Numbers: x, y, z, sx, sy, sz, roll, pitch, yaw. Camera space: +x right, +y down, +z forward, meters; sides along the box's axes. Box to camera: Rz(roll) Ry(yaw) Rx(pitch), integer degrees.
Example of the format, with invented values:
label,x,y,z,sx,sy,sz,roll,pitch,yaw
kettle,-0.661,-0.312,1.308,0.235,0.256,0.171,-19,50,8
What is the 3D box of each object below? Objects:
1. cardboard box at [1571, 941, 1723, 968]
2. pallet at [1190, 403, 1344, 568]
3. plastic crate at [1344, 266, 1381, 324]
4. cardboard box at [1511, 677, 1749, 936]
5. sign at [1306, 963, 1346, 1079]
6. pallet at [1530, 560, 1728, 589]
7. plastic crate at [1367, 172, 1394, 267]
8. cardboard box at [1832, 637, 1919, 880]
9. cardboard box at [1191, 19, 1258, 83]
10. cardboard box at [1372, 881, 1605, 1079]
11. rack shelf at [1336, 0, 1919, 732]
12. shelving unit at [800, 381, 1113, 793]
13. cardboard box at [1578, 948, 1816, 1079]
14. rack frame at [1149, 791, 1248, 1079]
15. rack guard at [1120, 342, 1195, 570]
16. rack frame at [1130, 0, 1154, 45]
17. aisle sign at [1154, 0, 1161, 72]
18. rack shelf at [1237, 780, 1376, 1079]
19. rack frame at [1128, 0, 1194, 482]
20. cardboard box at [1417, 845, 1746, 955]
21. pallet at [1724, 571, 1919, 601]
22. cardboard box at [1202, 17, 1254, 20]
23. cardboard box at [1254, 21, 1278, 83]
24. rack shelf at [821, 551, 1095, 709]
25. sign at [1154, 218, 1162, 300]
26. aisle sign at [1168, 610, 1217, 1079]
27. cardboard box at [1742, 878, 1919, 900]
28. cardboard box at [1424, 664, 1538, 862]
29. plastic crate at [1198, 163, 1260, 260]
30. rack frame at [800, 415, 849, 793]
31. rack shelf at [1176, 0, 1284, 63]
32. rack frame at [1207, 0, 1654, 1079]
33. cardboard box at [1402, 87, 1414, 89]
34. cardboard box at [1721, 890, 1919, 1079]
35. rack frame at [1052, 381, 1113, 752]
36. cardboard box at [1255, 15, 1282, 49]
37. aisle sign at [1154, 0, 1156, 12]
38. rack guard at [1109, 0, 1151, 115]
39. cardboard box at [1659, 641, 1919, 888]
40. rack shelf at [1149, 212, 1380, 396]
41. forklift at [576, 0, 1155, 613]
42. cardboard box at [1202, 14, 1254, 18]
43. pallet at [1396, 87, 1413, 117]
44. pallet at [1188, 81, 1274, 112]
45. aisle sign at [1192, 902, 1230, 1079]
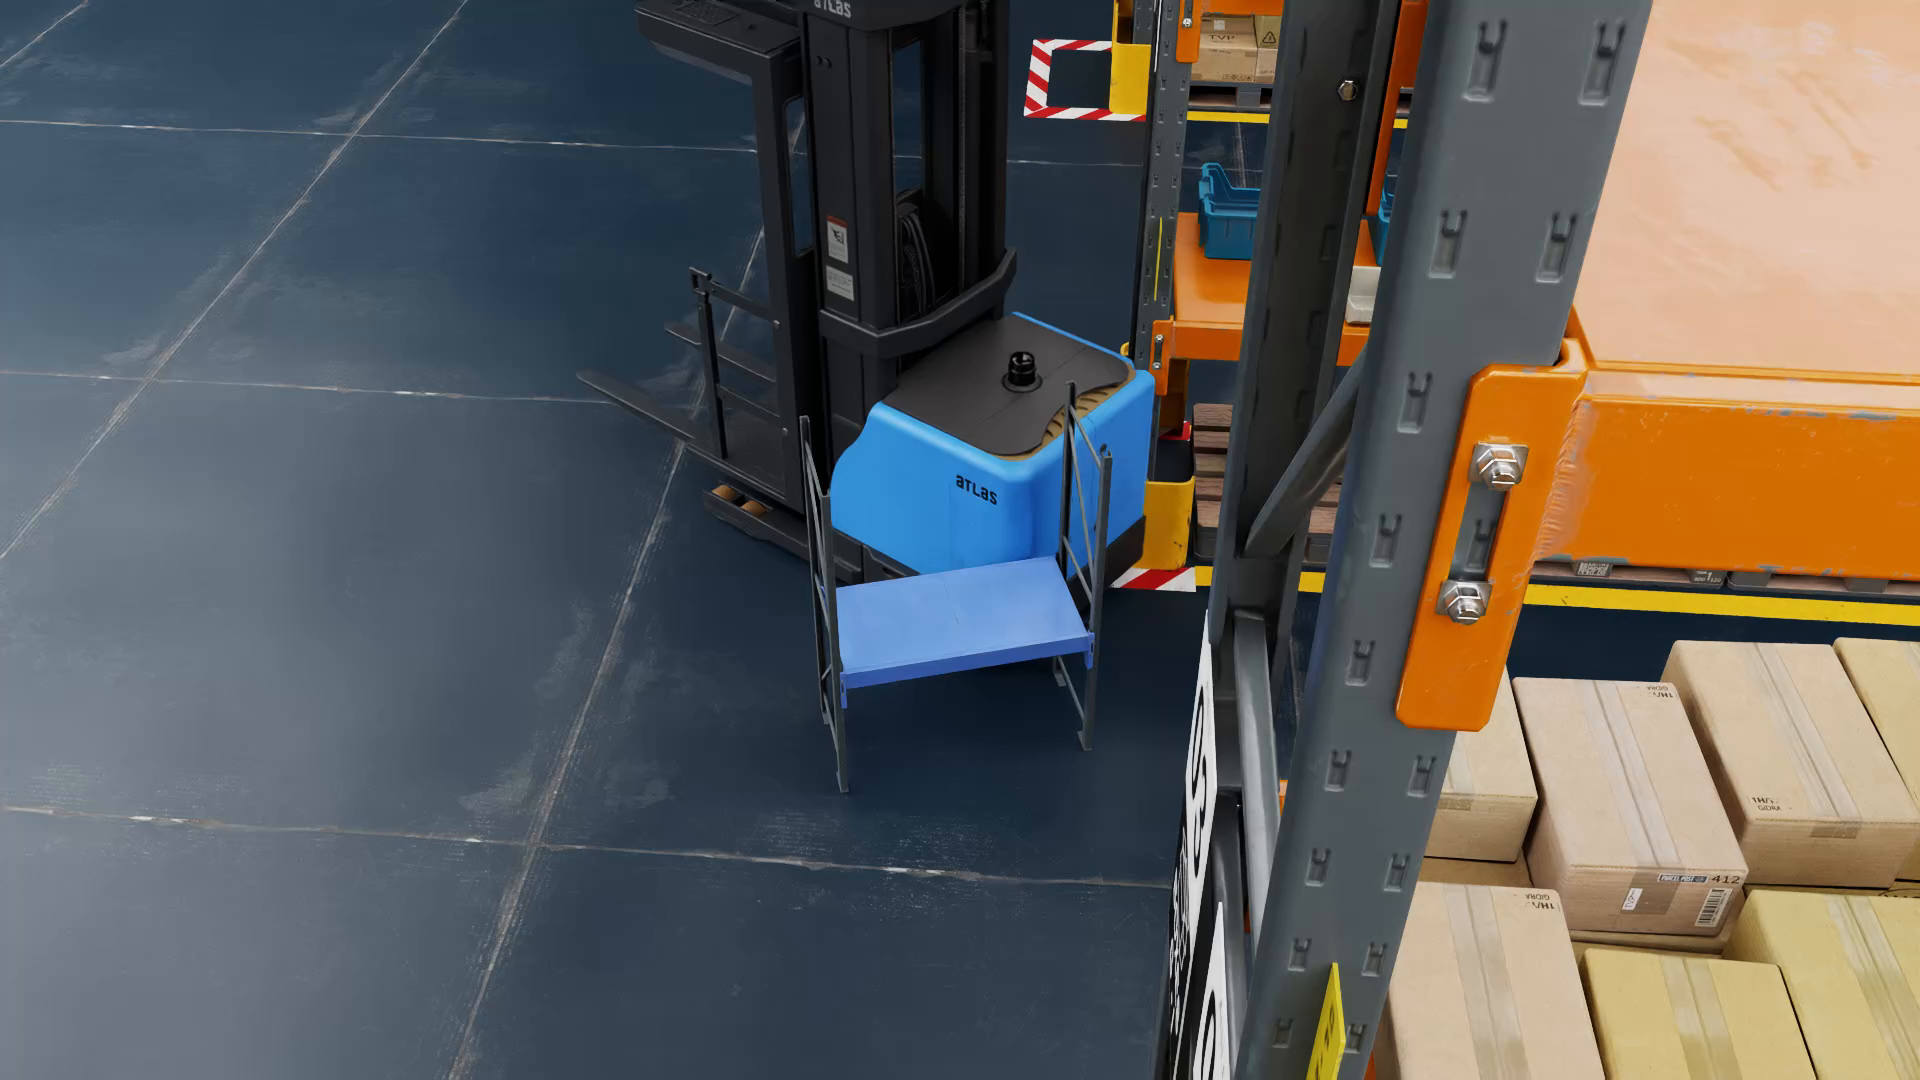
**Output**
label,x,y,z,sx,sy,sz,roll,pitch,yaw
cardboard box,0.882,0.828,2.270,0.500,0.250,0.500,4,39,5
pallet,1.740,-0.267,8.082,1.213,0.211,1.003,3,39,4
plastic crate,1.715,-1.018,7.004,0.250,0.136,0.298,3,39,4
cardboard box,0.977,0.391,2.491,0.250,0.149,0.380,2,39,2
sign,0.378,0.583,1.760,0.005,0.325,0.100,3,39,4
pallet,2.952,-0.199,7.998,1.213,0.211,1.003,3,39,4
plastic crate,2.023,-1.435,7.426,0.408,0.251,0.499,3,39,4
cardboard box,1.511,0.336,2.559,0.250,0.149,0.380,3,39,4
cardboard box,1.798,-3.413,11.584,0.500,0.250,0.500,3,39,4
cardboard box,0.679,0.645,2.179,0.250,0.149,0.380,3,39,4
rack shelf,2.417,-0.194,1.602,4.000,0.370,1.077,3,39,4
shelving unit,-0.023,0.207,6.478,1.048,1.500,0.538,-8,40,-10
cardboard box,0.929,0.720,2.087,0.250,0.149,0.380,4,39,5
rack frame,0.424,1.744,3.402,0.127,3.000,1.000,3,39,4
rack guard,0.931,-0.427,8.049,0.348,0.500,1.175,3,39,4
rack frame,1.283,-4.486,11.056,0.127,3.000,1.000,3,39,4
aisle sign,0.755,-2.199,6.187,0.004,0.787,0.394,3,39,4
rack shelf,2.417,0.969,2.548,4.000,0.370,1.077,3,39,4
rack frame,0.852,-1.371,7.229,0.127,3.000,1.000,3,39,4
cardboard box,0.926,0.505,2.666,0.500,0.250,0.500,4,39,5
pallet,4.171,-0.135,7.919,1.213,0.211,1.003,3,39,4
cardboard box,1.842,-3.739,11.984,0.500,0.250,0.500,3,39,4
cardboard box,2.296,-3.389,11.553,0.500,0.250,0.500,3,39,4
rack shelf,-0.023,0.346,6.592,1.000,0.185,0.538,-8,40,-10
sign,0.800,-1.133,6.717,0.005,0.325,0.100,3,39,4
aisle sign,0.388,0.544,2.817,0.004,0.787,0.394,3,39,4
cardboard box,1.424,0.531,2.635,0.500,0.250,0.500,3,39,4
cardboard box,0.728,0.303,2.599,0.250,0.149,0.380,3,39,4
plastic crate,1.376,-1.474,7.473,0.616,0.251,0.499,3,39,4
rack frame,-0.518,0.279,6.390,0.032,1.500,0.500,-8,40,-10
rack shelf,2.844,-2.146,6.375,4.000,0.370,1.077,3,39,4
rack frame,0.424,-0.583,1.508,0.127,3.000,1.000,3,39,4
cardboard box,3.292,-3.331,11.482,0.500,0.250,0.500,3,39,4
cardboard box,1.191,0.656,2.166,0.250,0.149,0.380,2,39,3
rack frame,0.472,0.135,6.567,0.032,1.500,0.500,-8,40,-10
cardboard box,2.296,-3.678,11.315,0.500,0.500,0.500,3,39,4
aisle sign,0.805,-2.570,6.642,0.004,0.787,0.394,3,39,4
rack guard,1.259,-3.518,11.847,0.348,0.500,1.175,3,39,4
cardboard box,1.259,0.337,2.557,0.250,0.149,0.380,2,39,2
rack shelf,2.844,-0.983,7.322,4.000,0.370,1.077,3,39,4
forklift,-0.609,-1.388,7.304,3.031,2.935,1.130,27,46,29
cardboard box,1.843,-4.031,11.749,0.500,0.500,0.500,3,39,4
pallet,3.260,-3.321,11.834,1.213,0.211,1.003,3,39,4
pallet,2.048,-3.389,11.917,1.213,0.211,1.003,3,39,4
aisle sign,0.337,0.921,2.353,0.004,0.787,0.394,3,39,4
